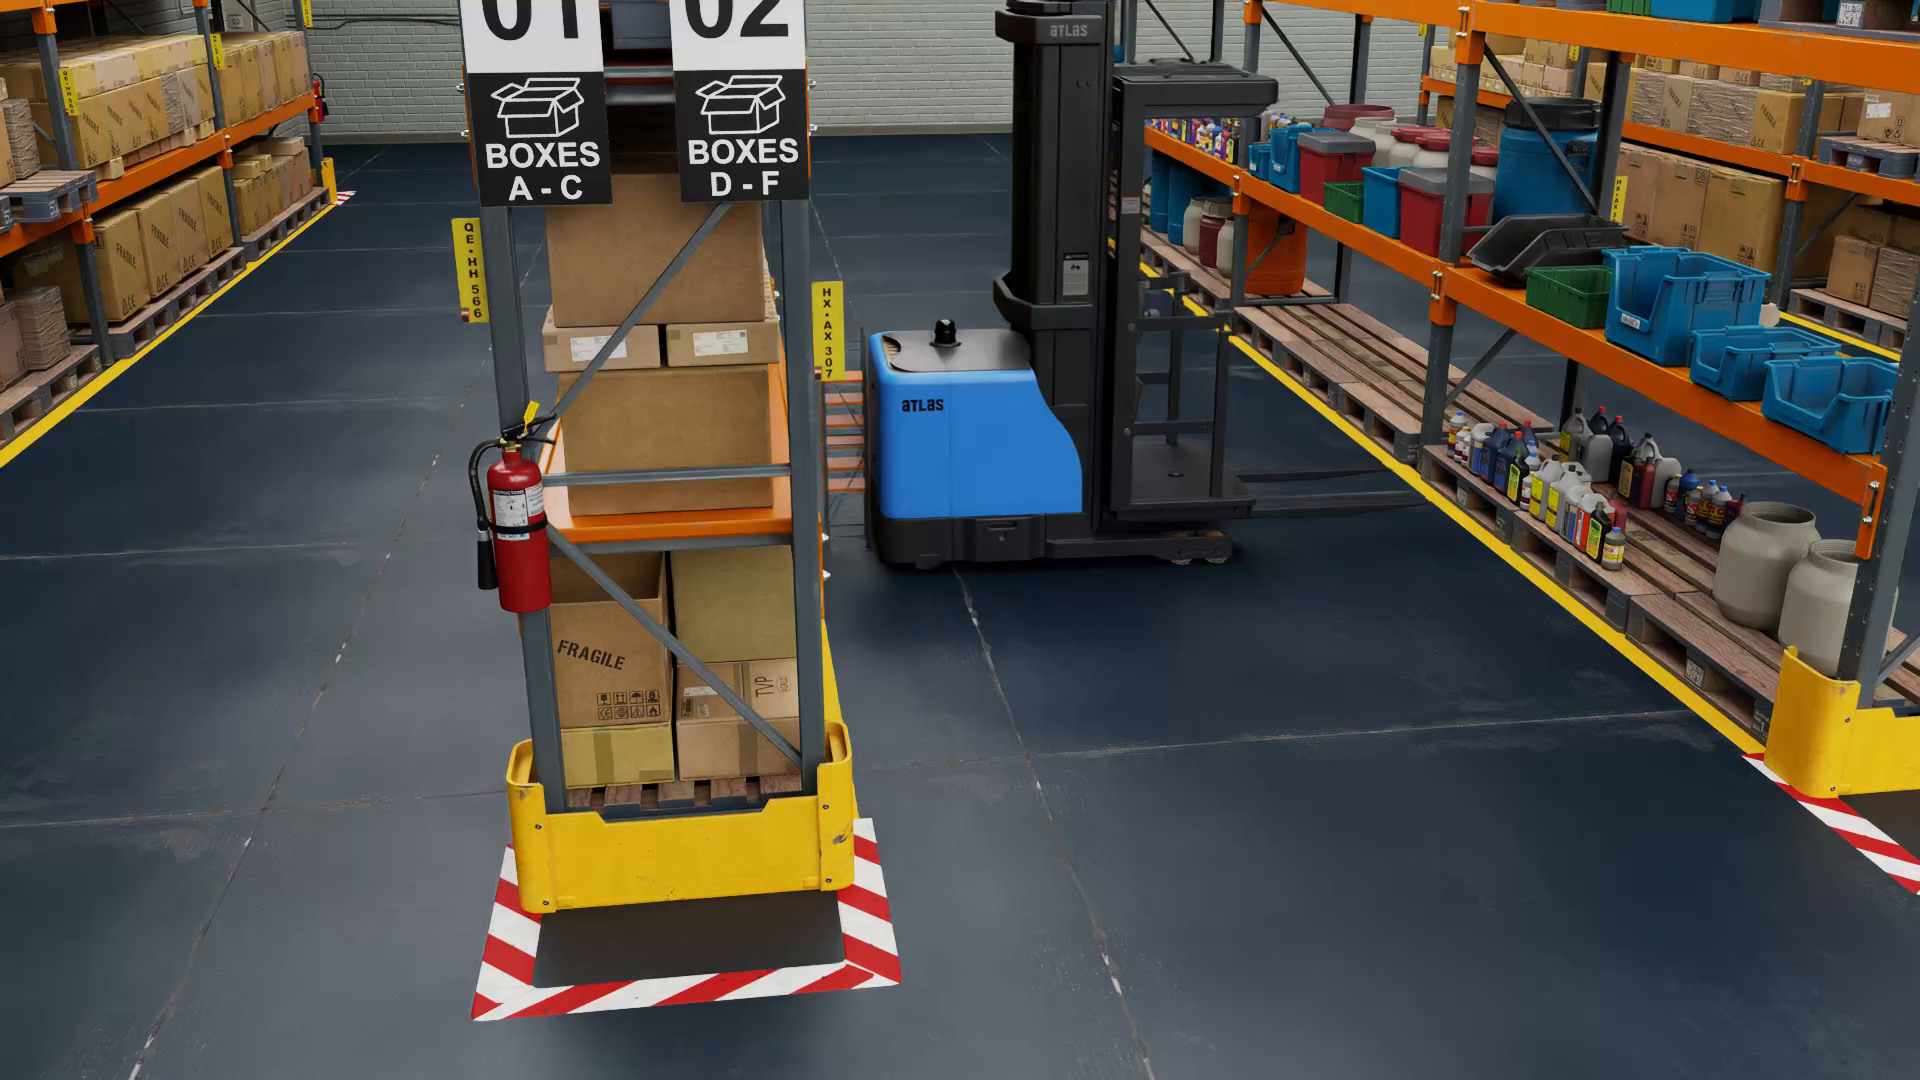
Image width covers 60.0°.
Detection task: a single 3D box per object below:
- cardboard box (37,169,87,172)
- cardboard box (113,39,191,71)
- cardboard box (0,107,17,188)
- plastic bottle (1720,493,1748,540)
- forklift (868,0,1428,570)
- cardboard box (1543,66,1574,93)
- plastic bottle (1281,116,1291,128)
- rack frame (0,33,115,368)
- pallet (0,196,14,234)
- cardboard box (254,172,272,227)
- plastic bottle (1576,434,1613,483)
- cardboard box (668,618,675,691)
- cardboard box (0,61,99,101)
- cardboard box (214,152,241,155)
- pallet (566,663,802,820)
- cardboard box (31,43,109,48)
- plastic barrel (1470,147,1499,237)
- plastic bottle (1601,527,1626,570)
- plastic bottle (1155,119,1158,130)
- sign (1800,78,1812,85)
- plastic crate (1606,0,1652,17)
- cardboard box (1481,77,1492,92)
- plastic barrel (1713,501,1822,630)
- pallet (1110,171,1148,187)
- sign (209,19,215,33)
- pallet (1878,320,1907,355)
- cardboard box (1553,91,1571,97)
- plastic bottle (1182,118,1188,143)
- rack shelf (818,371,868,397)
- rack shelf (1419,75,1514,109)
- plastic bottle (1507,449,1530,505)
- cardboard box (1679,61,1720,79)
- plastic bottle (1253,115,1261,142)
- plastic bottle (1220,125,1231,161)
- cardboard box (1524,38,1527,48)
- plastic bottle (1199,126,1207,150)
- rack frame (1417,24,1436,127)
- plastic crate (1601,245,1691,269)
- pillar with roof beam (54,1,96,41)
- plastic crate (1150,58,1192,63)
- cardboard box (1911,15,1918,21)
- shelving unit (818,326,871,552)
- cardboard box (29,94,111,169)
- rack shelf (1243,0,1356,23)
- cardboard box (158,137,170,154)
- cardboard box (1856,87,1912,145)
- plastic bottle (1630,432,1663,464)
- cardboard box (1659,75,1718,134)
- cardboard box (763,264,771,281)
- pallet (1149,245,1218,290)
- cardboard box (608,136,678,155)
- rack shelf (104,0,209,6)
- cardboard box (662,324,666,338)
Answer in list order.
[{"bbox_3d":[-6.849,-2.743,12.604,0.380,0.149,0.250,-3,21,-9],"label":"cardboard box"},{"bbox_3d":[-7.223,-4.331,14.857,0.500,0.250,0.500,-2,21,-7],"label":"cardboard box"},{"bbox_3d":[-6.846,-2.624,11.184,0.700,0.500,0.500,-5,21,-13],"label":"cardboard box"},{"bbox_3d":[3.958,-0.112,8.482,0.061,0.283,0.133,-3,21,-7],"label":"plastic bottle"},{"bbox_3d":[1.030,-1.422,8.836,3.031,2.935,1.130,-2,21,-6],"label":"forklift"},{"bbox_3d":[6.774,-5.069,18.290,0.500,0.250,0.500,-3,21,-9],"label":"cardboard box"},{"bbox_3d":[2.921,-3.659,14.910,0.097,0.271,0.097,0,20,0],"label":"plastic bottle"},{"bbox_3d":[-7.031,-2.726,12.227,1.000,3.000,0.127,-3,21,-8],"label":"rack frame"},{"bbox_3d":[-6.705,-1.953,10.431,1.003,0.211,1.213,-3,21,-8],"label":"pallet"},{"bbox_3d":[-7.683,-3.575,17.472,0.700,0.500,0.500,-3,21,-8],"label":"cardboard box"},{"bbox_3d":[3.612,-0.480,9.477,0.152,0.276,0.135,-3,21,-8],"label":"plastic bottle"},{"bbox_3d":[-1.430,0.541,6.810,0.500,0.250,0.500,-3,21,-8],"label":"cardboard box"},{"bbox_3d":[-6.845,-3.453,12.505,0.500,0.250,0.500,-2,21,-6],"label":"cardboard box"},{"bbox_3d":[-7.980,-4.095,17.937,0.380,0.149,0.250,-3,21,-9],"label":"cardboard box"},{"bbox_3d":[-1.128,0.836,6.675,1.003,0.211,1.213,-3,21,-8],"label":"pallet"},{"bbox_3d":[-7.640,-4.131,14.321,0.500,0.250,0.500,-4,21,-10],"label":"cardboard box"},{"bbox_3d":[3.429,-2.247,10.750,0.433,0.535,0.433,0,20,0],"label":"plastic barrel"},{"bbox_3d":[3.227,0.035,8.205,0.097,0.201,0.097,0,20,0],"label":"plastic bottle"},{"bbox_3d":[1.956,-4.102,16.196,0.097,0.201,0.097,0,20,0],"label":"plastic bottle"},{"bbox_3d":[7.125,-3.989,13.953,0.100,0.325,0.005,-3,21,-8],"label":"sign"},{"bbox_3d":[3.307,-2.586,7.870,0.336,0.188,0.450,-3,21,-8],"label":"plastic crate"},{"bbox_3d":[6.469,-5.455,19.895,0.380,0.149,0.250,-3,21,-9],"label":"cardboard box"},{"bbox_3d":[3.683,0.116,7.575,0.421,0.512,0.421,0,20,0],"label":"plastic barrel"},{"bbox_3d":[1.700,-4.402,20.699,1.003,0.211,1.213,-3,21,-8],"label":"pallet"},{"bbox_3d":[-8.734,-5.912,19.409,0.100,0.325,0.005,-3,21,-8],"label":"sign"},{"bbox_3d":[7.958,-1.477,12.869,1.003,0.211,1.213,-3,21,-8],"label":"pallet"},{"bbox_3d":[6.729,-4.832,18.224,0.380,0.149,0.250,-3,21,-7],"label":"cardboard box"},{"bbox_3d":[2.082,-3.795,15.257,0.061,0.283,0.133,-3,21,-8],"label":"plastic bottle"},{"bbox_3d":[-0.619,-0.828,8.815,0.258,0.103,0.180,-2,21,-6],"label":"rack shelf"},{"bbox_3d":[6.809,-5.216,19.922,1.077,0.370,4.000,-3,21,-8],"label":"rack shelf"},{"bbox_3d":[3.065,-0.349,9.117,0.061,0.283,0.133,-2,21,-5],"label":"plastic bottle"},{"bbox_3d":[7.390,-4.704,15.946,0.797,0.503,0.637,-2,21,-6],"label":"cardboard box"},{"bbox_3d":[2.680,-3.850,15.307,0.144,0.351,0.185,-3,21,-8],"label":"plastic bottle"},{"bbox_3d":[2.259,-3.369,14.117,0.061,0.283,0.133,-3,21,-8],"label":"plastic bottle"},{"bbox_3d":[6.851,-6.510,21.077,0.500,0.500,0.500,-3,21,-7],"label":"cardboard box"},{"bbox_3d":[2.176,-3.574,14.782,0.097,0.201,0.097,0,20,0],"label":"plastic bottle"},{"bbox_3d":[6.521,-6.245,21.650,1.000,3.000,0.127,-3,21,-8],"label":"rack frame"},{"bbox_3d":[3.778,-1.401,8.894,0.499,0.251,0.616,-3,21,-8],"label":"plastic crate"},{"bbox_3d":[-4.304,-7.337,15.999,9.100,9.000,0.400,-3,21,-8],"label":"pillar with roof beam"},{"bbox_3d":[2.316,-4.990,18.113,0.402,0.464,0.583,-3,21,-8],"label":"plastic crate"},{"bbox_3d":[11.545,-6.236,19.628,0.500,0.500,0.500,-2,21,-6],"label":"cardboard box"},{"bbox_3d":[-0.618,-0.532,8.925,0.258,1.200,0.189,-2,21,-6],"label":"shelving unit"},{"bbox_3d":[-6.848,-3.102,12.639,0.500,0.500,0.500,-2,21,-6],"label":"cardboard box"},{"bbox_3d":[2.485,-4.986,15.020,1.077,0.370,4.000,-3,21,-8],"label":"rack shelf"},{"bbox_3d":[-7.139,-3.458,14.517,0.380,0.149,0.250,-3,21,-9],"label":"cardboard box"},{"bbox_3d":[7.791,-3.534,13.648,0.500,0.500,0.500,-6,21,-14],"label":"cardboard box"},{"bbox_3d":[3.802,-0.419,9.208,0.144,0.351,0.185,-3,21,-8],"label":"plastic bottle"},{"bbox_3d":[7.141,-4.209,16.056,0.500,0.500,0.500,-3,21,-7],"label":"cardboard box"},{"bbox_3d":[-0.929,-0.970,6.455,0.380,0.149,0.250,-3,21,-9],"label":"cardboard box"},{"bbox_3d":[2.445,-2.612,15.907,1.003,0.211,1.213,-3,21,-8],"label":"pallet"},{"bbox_3d":[-1.120,-1.224,6.209,0.700,0.500,0.500,-3,21,-9],"label":"cardboard box"},{"bbox_3d":[-7.896,-5.871,17.390,1.077,0.370,4.000,-3,21,-8],"label":"rack shelf"},{"bbox_3d":[-1.111,-0.598,6.387,0.700,0.500,0.500,-2,21,-6],"label":"cardboard box"}]
